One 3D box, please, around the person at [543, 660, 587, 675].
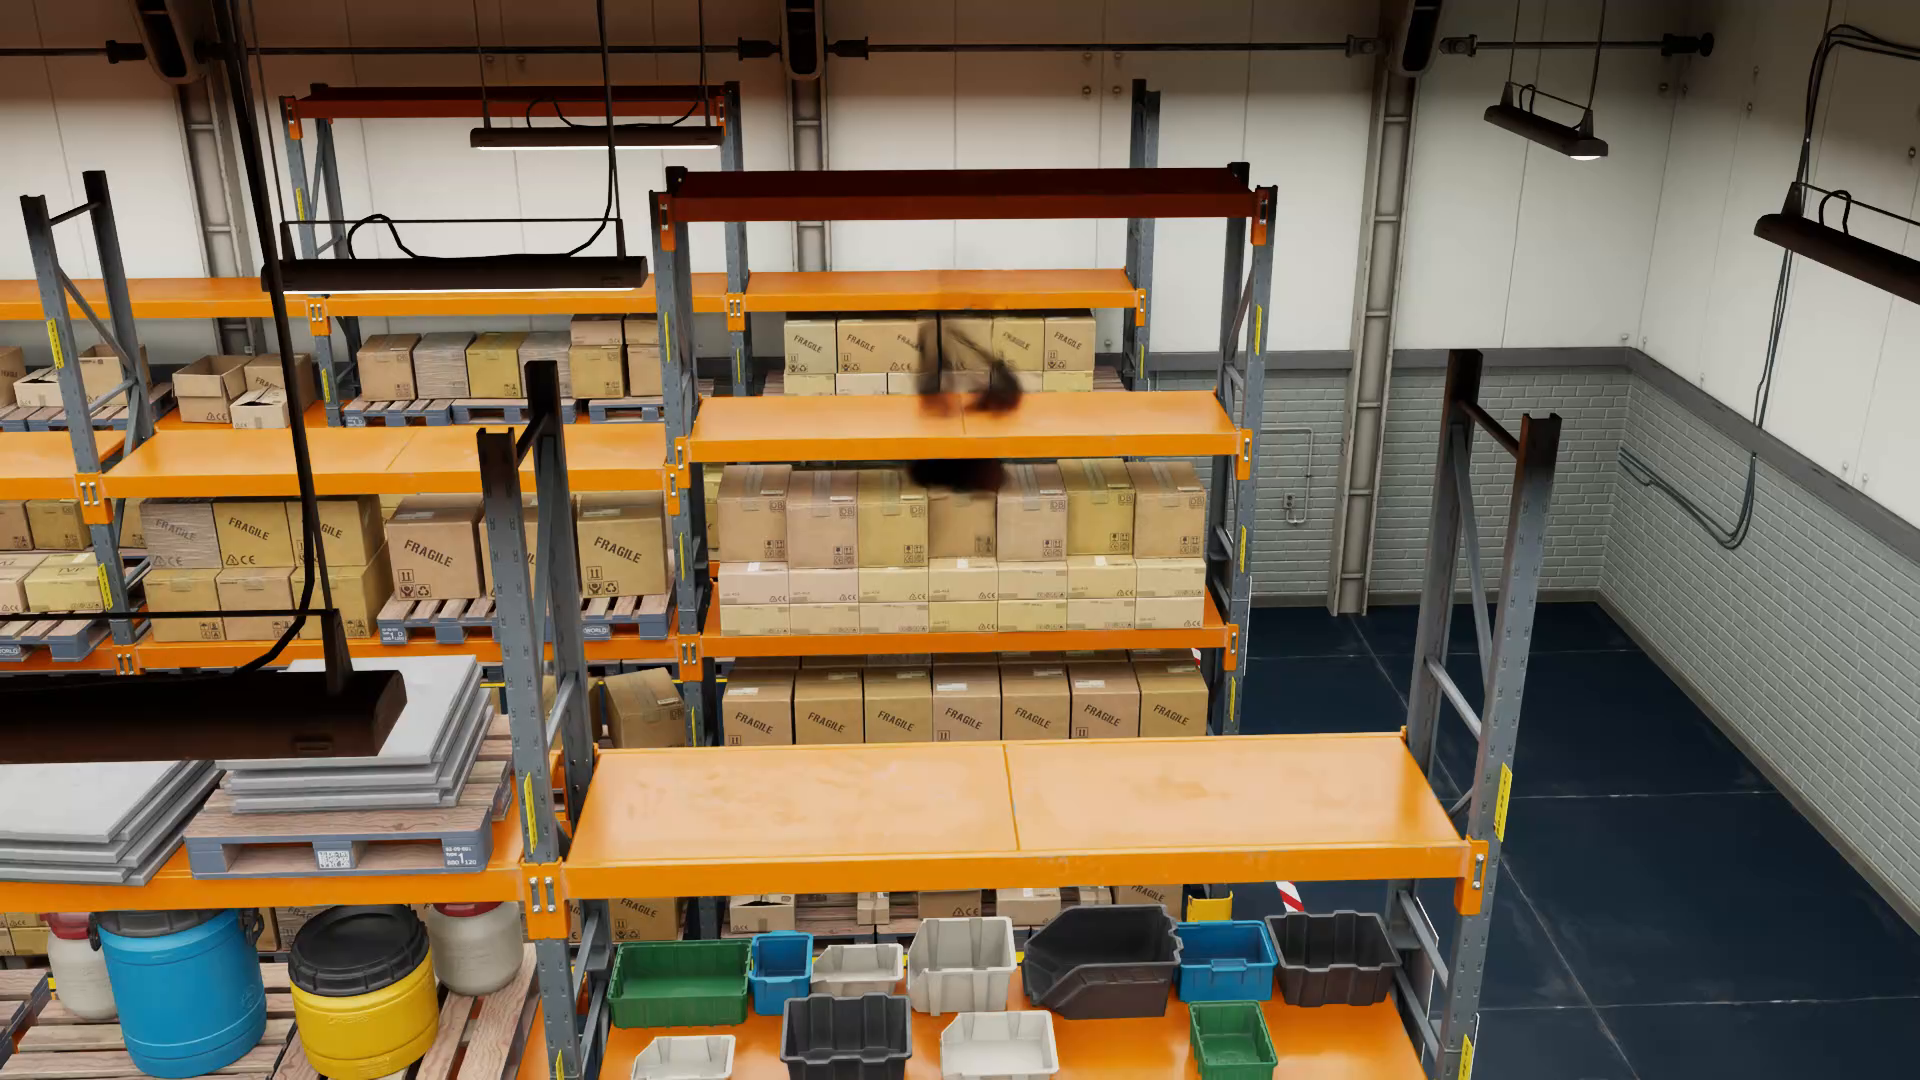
[{"bbox_3d":[-3.720,1.453,15.225,0.675,1.776,0.651,-6,23,-15],"label":"person"}]
